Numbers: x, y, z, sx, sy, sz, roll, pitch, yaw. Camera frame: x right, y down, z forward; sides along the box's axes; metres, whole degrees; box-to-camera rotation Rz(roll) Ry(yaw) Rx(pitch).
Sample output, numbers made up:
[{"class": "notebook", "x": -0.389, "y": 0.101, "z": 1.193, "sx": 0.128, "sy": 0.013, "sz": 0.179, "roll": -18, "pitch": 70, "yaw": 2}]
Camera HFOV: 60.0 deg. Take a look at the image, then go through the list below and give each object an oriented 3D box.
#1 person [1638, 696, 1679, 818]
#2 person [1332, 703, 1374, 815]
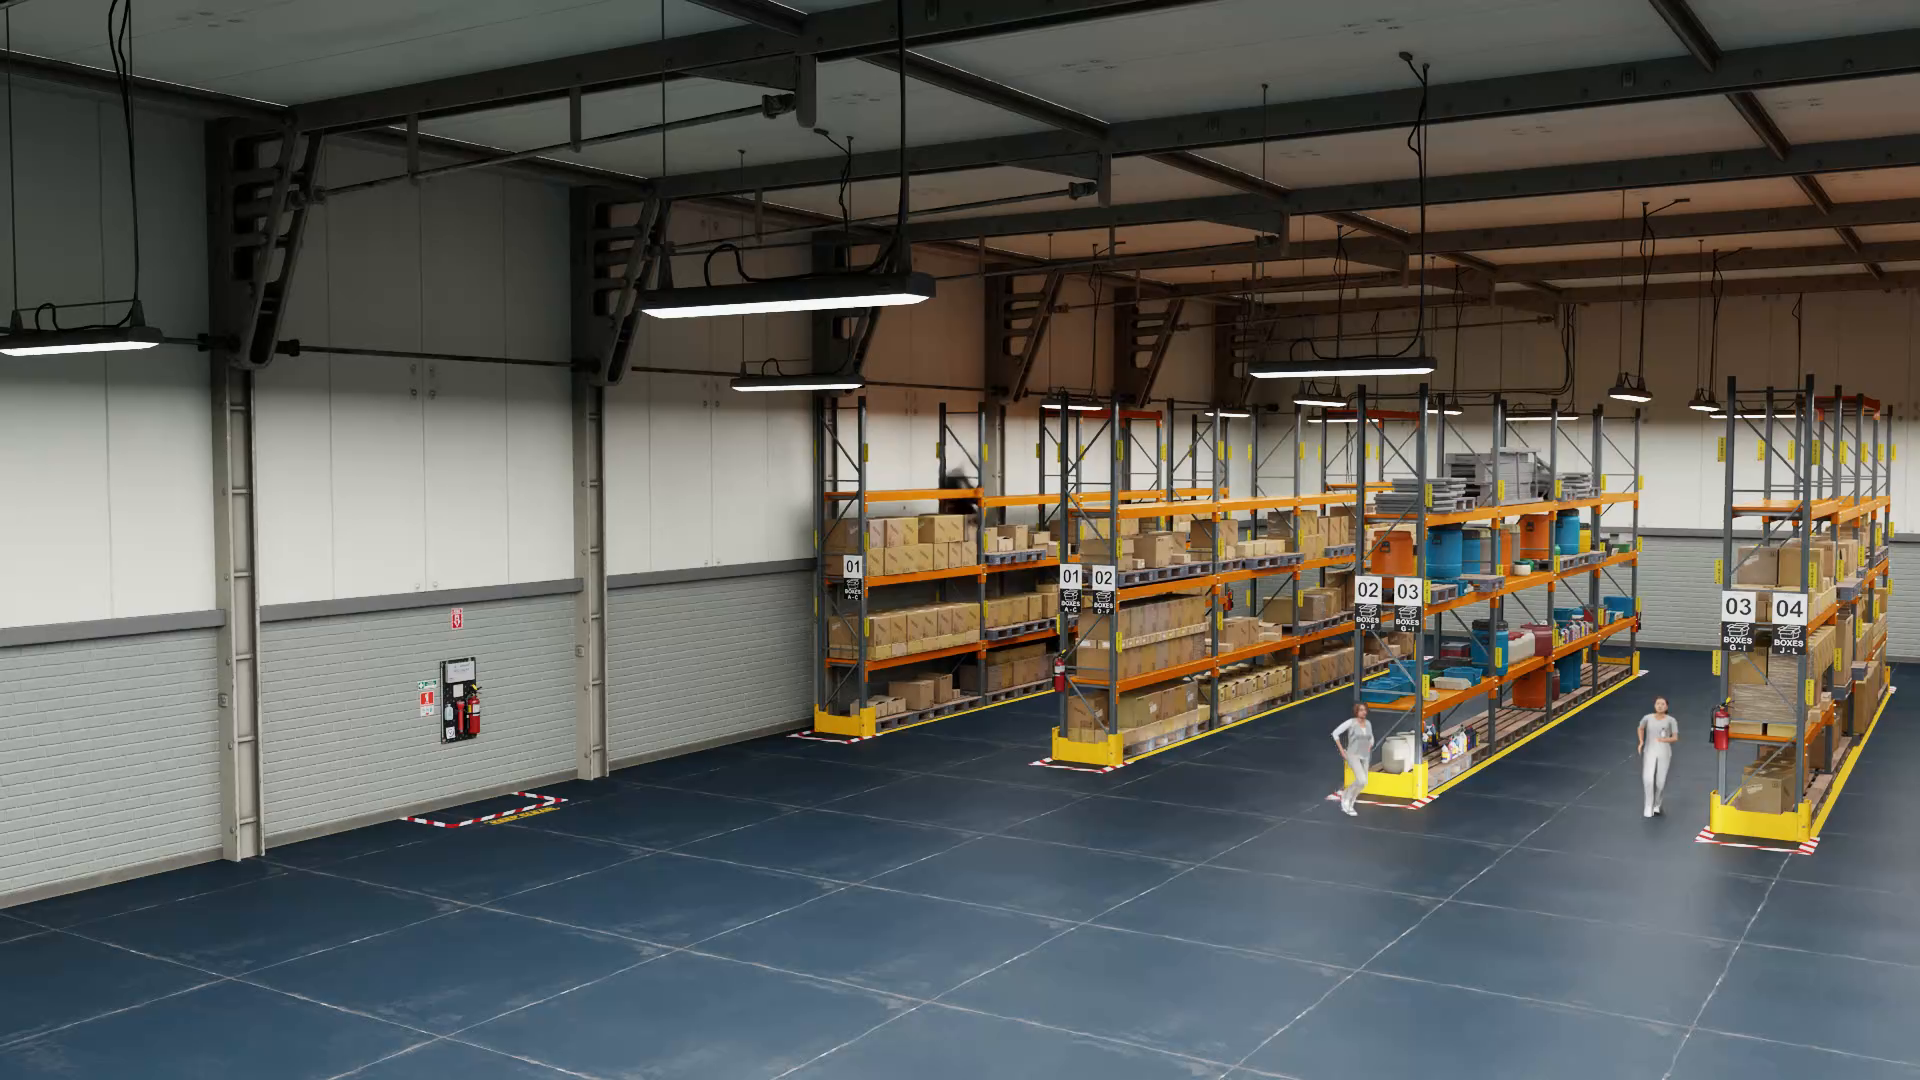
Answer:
[{"class": "person", "x": 9.574, "y": 2.972, "z": 22.842, "sx": 0.533, "sy": 1.665, "sz": 0.603, "roll": 1, "pitch": 3, "yaw": 26}, {"class": "person", "x": 5.481, "y": 3.020, "z": 22.886, "sx": 0.534, "sy": 1.551, "sz": 0.524, "roll": -2, "pitch": 3, "yaw": -27}]
